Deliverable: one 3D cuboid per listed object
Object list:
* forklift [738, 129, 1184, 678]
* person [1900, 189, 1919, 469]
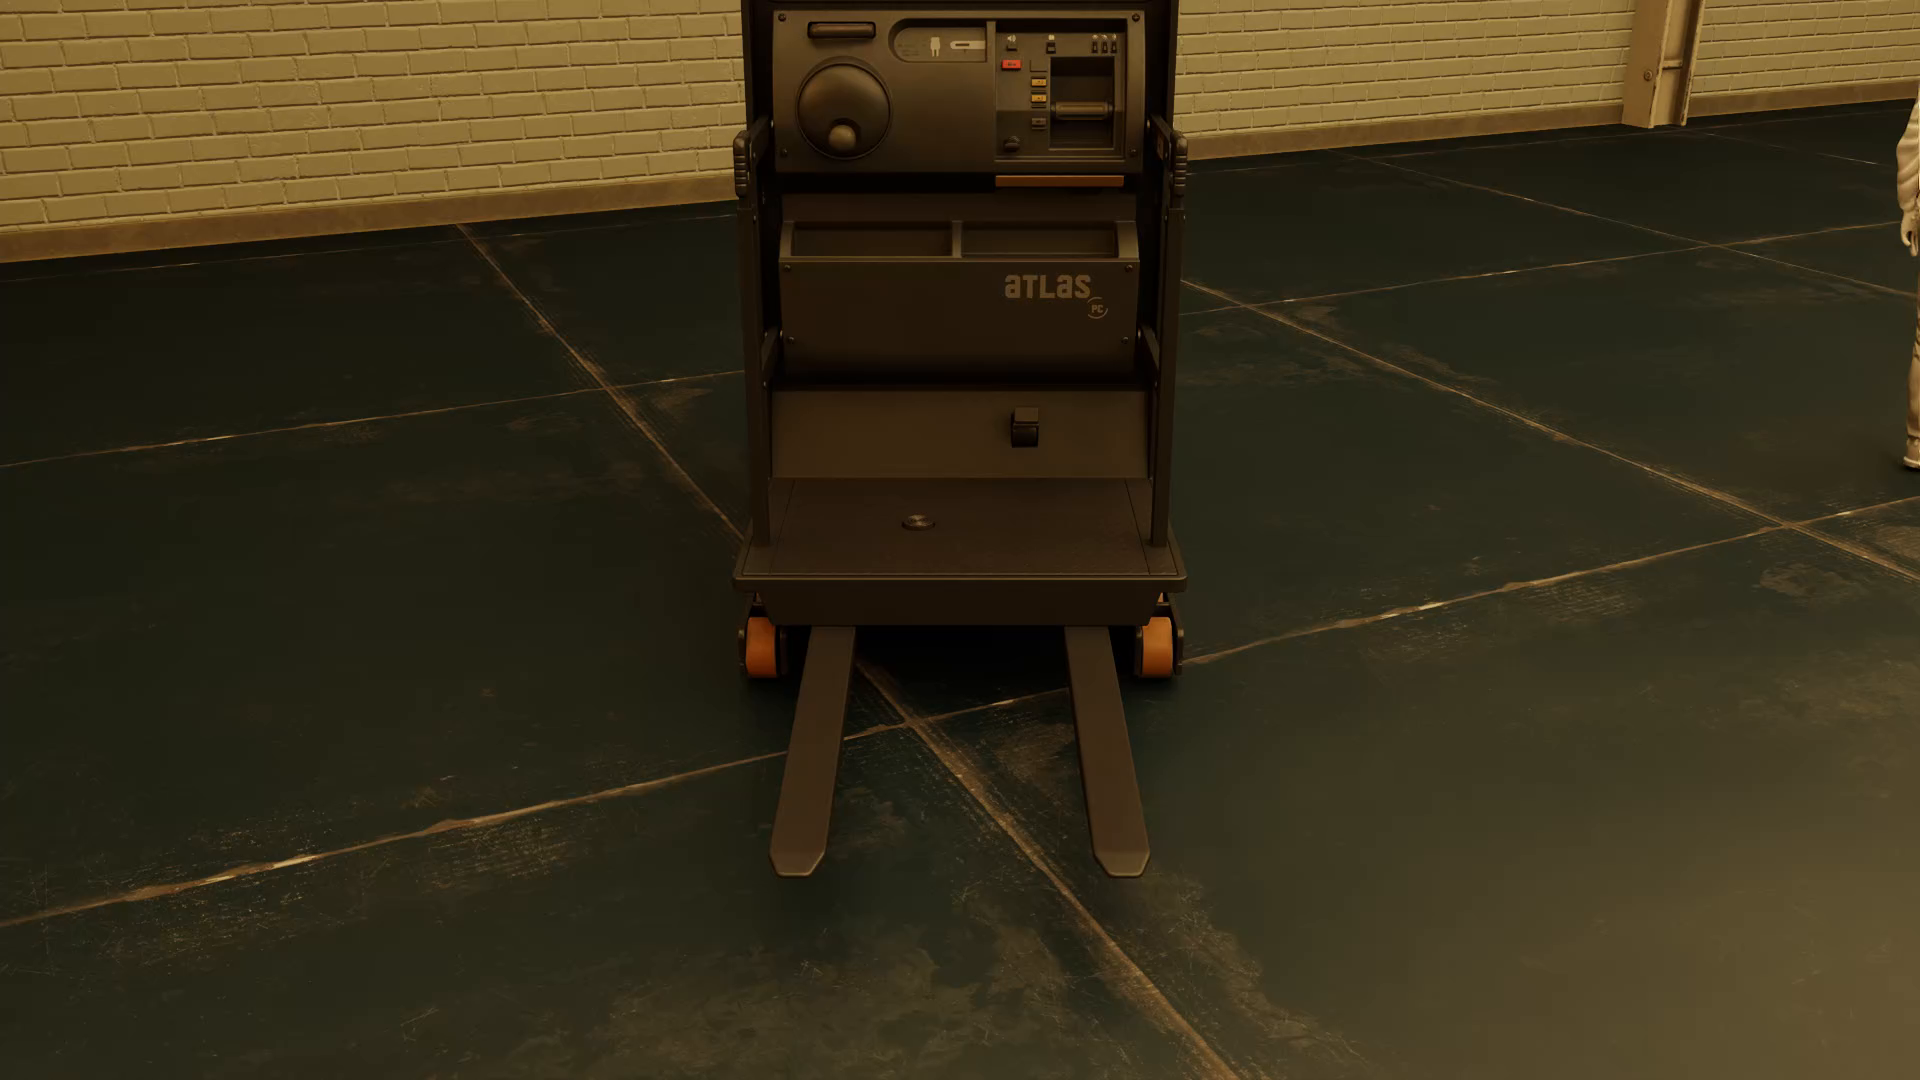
[{"bbox_3d":[0.000,-1.294,4.484,1.129,2.867,1.939,0,23,0],"label":"forklift"},{"bbox_3d":[3.360,-1.015,5.393,0.501,1.640,0.569,-13,26,-29],"label":"person"}]
